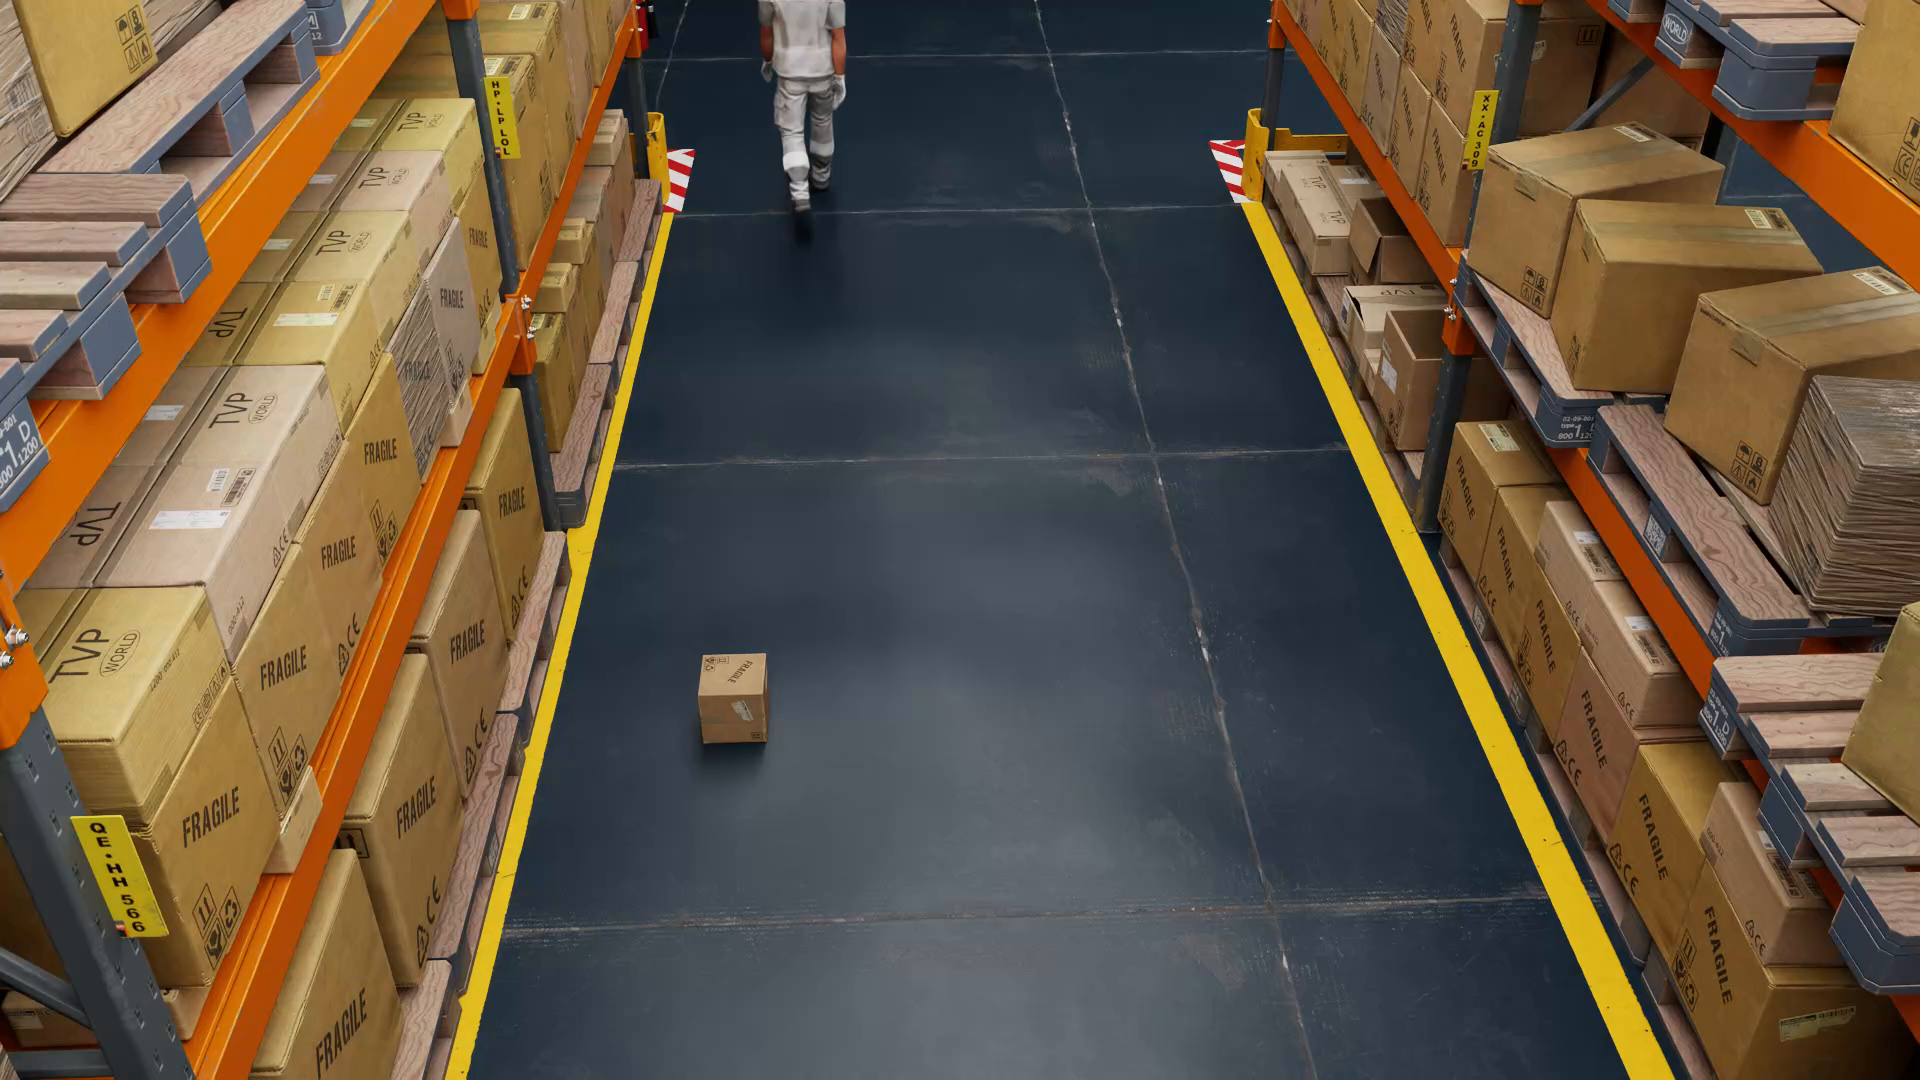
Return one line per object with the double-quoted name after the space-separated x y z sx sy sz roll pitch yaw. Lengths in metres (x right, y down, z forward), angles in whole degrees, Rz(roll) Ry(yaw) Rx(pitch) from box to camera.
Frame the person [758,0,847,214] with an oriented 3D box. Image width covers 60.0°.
-0.962 -2.898 10.279 0.529 1.749 1.012 -4 35 -6 "person"
